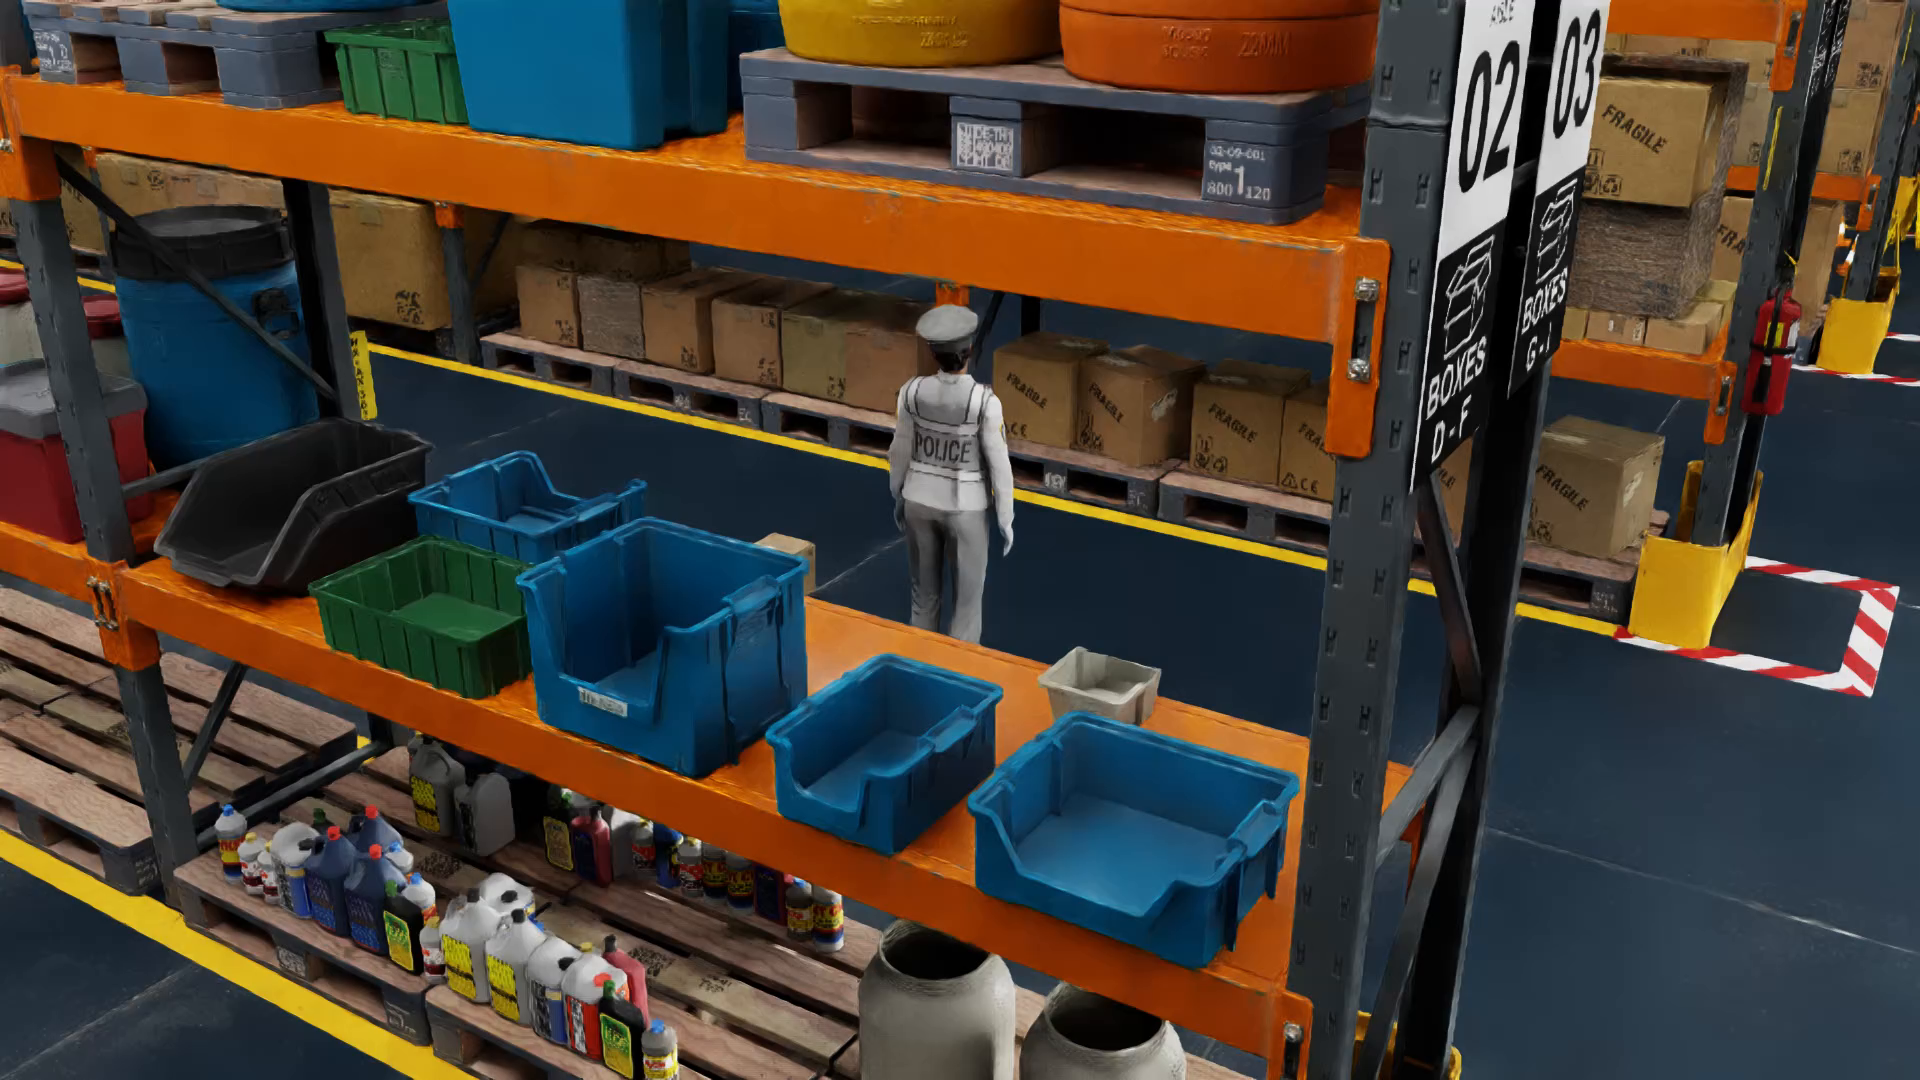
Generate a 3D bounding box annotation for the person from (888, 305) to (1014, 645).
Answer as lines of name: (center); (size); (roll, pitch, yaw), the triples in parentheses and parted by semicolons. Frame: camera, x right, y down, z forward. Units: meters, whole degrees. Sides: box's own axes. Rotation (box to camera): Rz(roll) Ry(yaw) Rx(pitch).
person: (-0.033, -0.116, 6.788); (0.545, 1.687, 0.344); (10, 25, 22)
